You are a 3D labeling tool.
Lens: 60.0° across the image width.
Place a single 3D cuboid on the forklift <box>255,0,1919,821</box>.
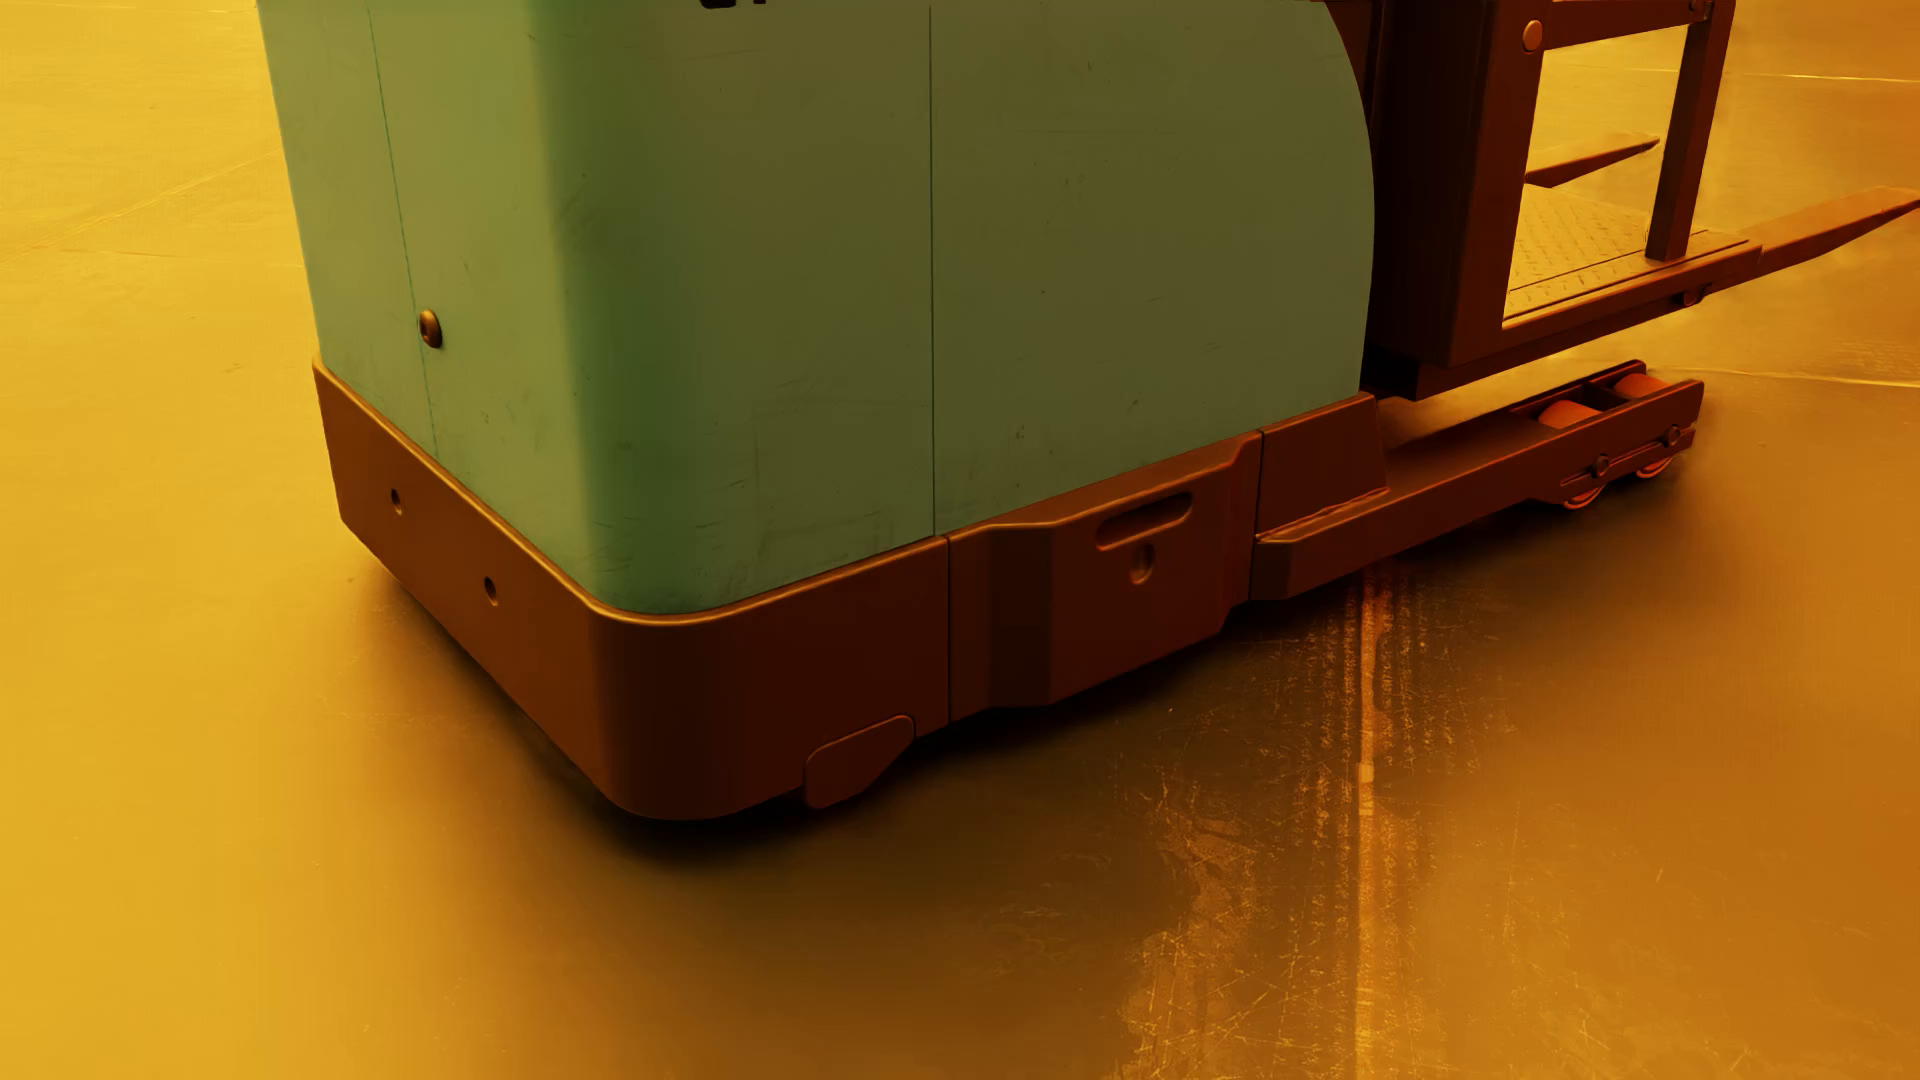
[{"bbox_3d":[0.577,-1.528,2.274,3.031,2.935,1.130,-19,32,-33],"label":"forklift"}]
